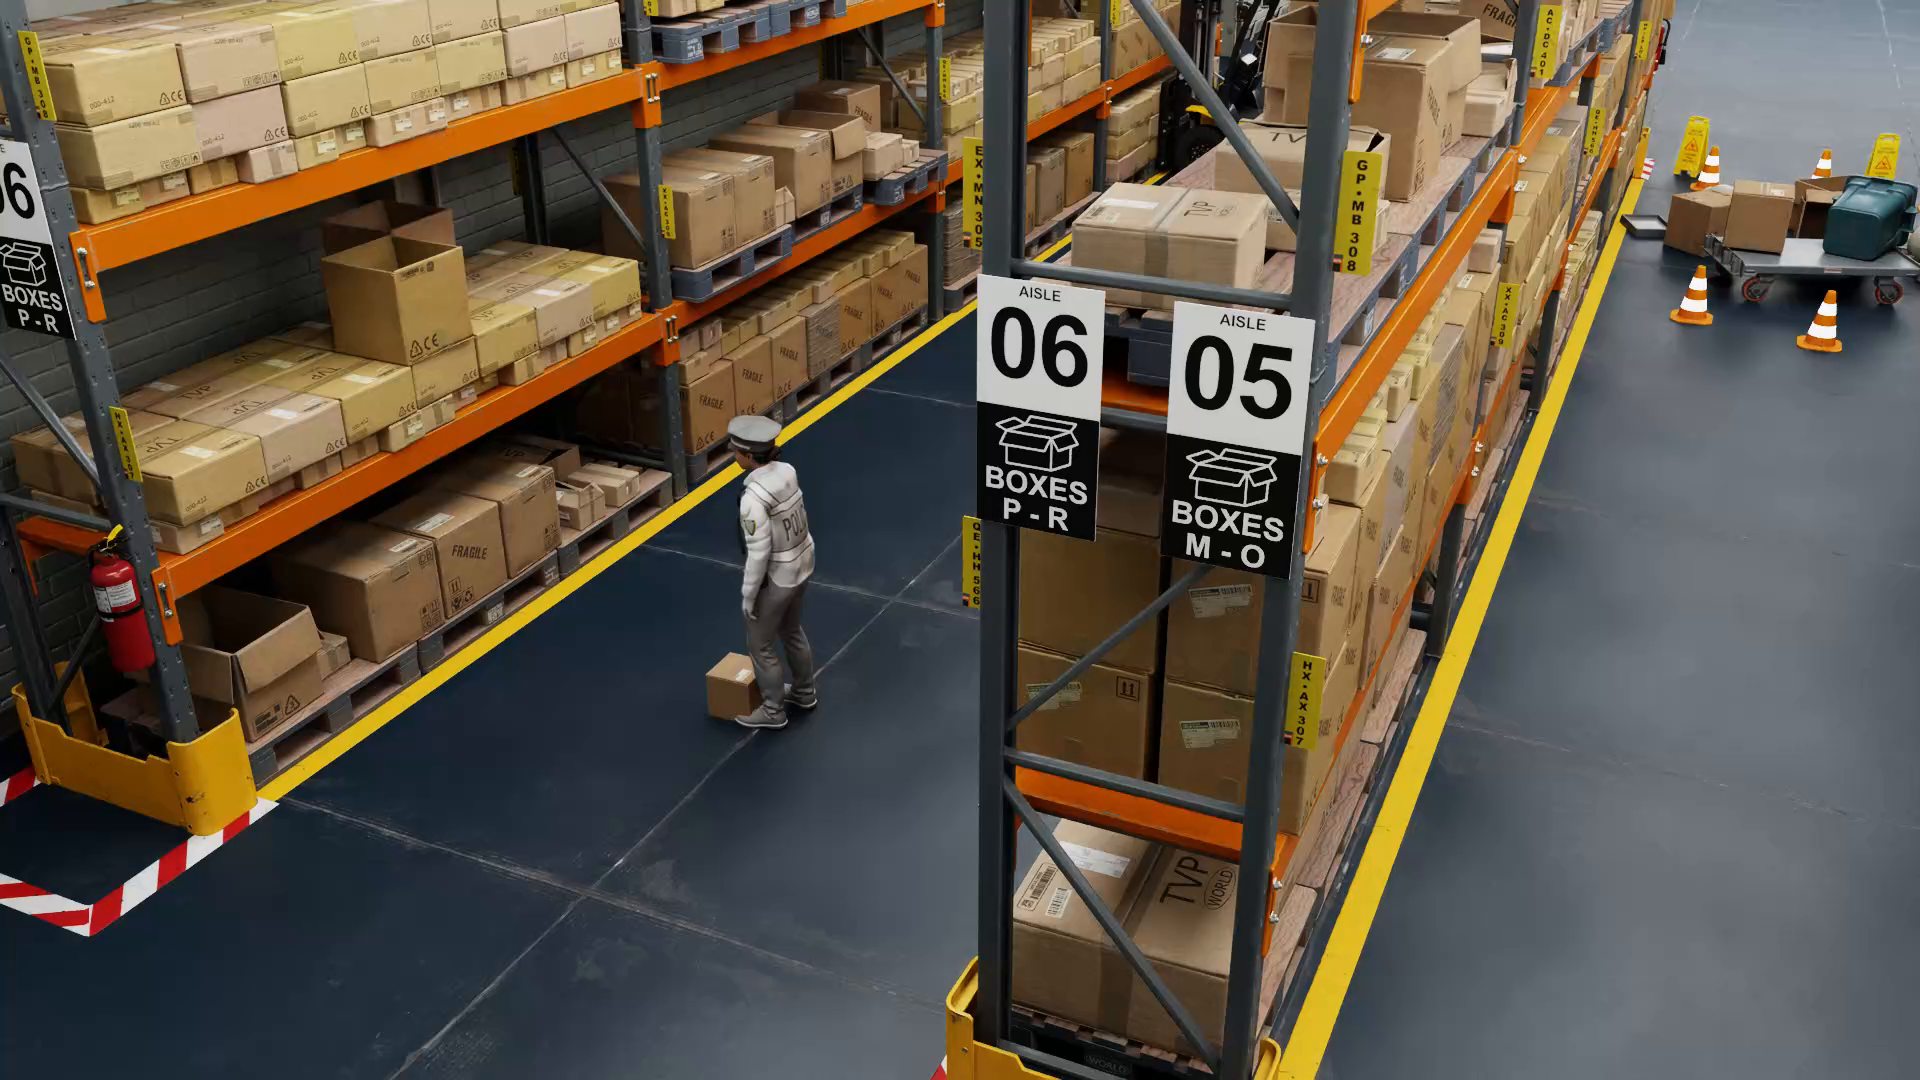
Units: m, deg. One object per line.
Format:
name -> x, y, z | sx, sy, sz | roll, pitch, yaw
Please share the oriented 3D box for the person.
person -> -0.941, 0.180, 8.244 | 0.412, 1.666, 0.547 | 10, 28, 19
